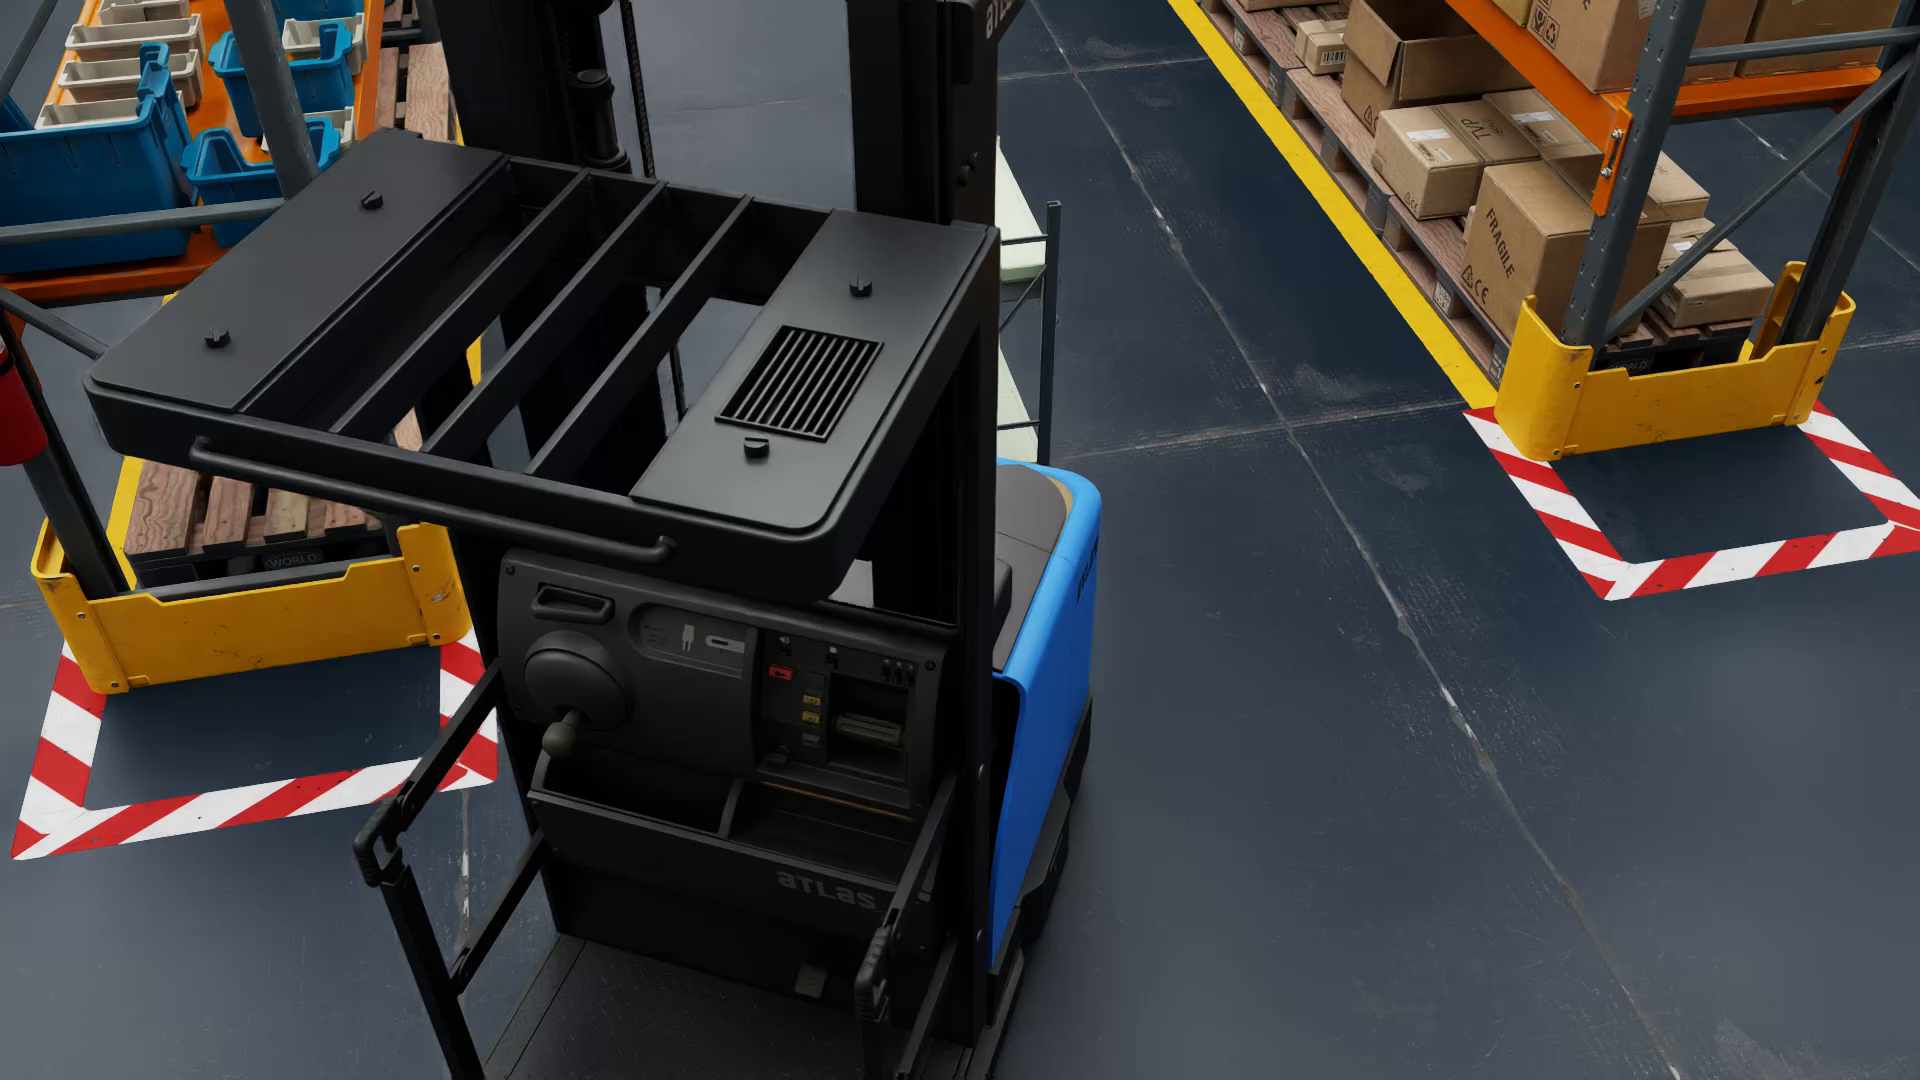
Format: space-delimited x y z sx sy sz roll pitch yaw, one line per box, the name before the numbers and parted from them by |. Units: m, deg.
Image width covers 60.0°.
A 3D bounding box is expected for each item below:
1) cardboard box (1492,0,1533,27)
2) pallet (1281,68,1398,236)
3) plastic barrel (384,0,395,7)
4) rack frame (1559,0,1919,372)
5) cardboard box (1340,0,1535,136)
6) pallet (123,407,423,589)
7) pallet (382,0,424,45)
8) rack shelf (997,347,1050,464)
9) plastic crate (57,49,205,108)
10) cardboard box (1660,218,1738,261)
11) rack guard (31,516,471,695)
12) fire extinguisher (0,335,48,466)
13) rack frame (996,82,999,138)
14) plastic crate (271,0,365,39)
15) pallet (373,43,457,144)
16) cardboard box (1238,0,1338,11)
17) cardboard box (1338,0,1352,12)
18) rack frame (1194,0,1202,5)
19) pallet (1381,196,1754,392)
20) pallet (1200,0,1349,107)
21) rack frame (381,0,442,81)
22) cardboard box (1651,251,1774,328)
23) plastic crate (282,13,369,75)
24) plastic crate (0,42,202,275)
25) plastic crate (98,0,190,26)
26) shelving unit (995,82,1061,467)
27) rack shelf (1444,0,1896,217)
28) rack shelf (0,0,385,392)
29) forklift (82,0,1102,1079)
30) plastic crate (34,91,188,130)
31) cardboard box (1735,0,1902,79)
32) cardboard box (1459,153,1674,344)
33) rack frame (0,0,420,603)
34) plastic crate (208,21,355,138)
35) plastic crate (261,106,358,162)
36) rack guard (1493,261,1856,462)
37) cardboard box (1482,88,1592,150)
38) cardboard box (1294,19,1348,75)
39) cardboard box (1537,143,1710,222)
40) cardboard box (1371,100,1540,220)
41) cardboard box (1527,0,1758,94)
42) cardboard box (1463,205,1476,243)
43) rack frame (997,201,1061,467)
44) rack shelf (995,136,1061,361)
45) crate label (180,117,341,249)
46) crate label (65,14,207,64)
cardboard box | 2.147 -2.169 5.859 0.500 0.500 0.500 -8 42 -9
pallet | 2.175 -1.857 7.683 1.003 0.211 1.213 -8 42 -9
plastic barrel | -3.177 -3.157 8.312 0.600 0.901 0.708 -8 42 -9
rack frame | 2.625 -1.545 5.231 1.000 3.000 0.127 -8 42 -9
cardboard box | 2.172 -2.151 7.463 0.797 0.503 0.637 -8 42 -9
pallet | -2.353 -0.335 5.968 1.003 0.211 1.213 -8 42 -9
pallet | -3.202 -2.893 8.850 1.003 0.211 1.213 -8 42 -9
rack shelf | -0.001 -0.321 5.473 0.431 0.370 0.720 -8 42 -9
plastic crate | -2.614 -1.454 5.282 0.396 0.136 0.243 -8 42 -9
cardboard box | 2.816 -1.132 6.569 0.380 0.166 0.250 -8 42 -9
rack guard | -2.195 0.111 5.248 1.175 0.500 0.348 -8 42 -9
fire extinguisher | -2.624 -0.506 4.400 0.296 0.674 0.183 -8 42 -9
rack frame | -0.080 -0.802 5.524 0.400 1.500 0.023 -8 42 -9
plastic crate | -2.229 -1.858 5.664 0.416 0.233 0.300 -8 42 -9
pallet | -2.880 -1.916 7.750 1.003 0.211 1.213 -8 42 -9
cardboard box | 1.641 -2.993 8.557 0.500 0.311 0.500 -8 42 -9
cardboard box | 2.161 -3.038 8.465 0.500 0.500 0.500 -8 42 -9
rack frame | 1.761 -4.137 8.151 1.000 3.000 0.127 -8 42 -9
pallet | 2.435 -1.068 6.794 1.003 0.211 1.213 -8 42 -9
pallet | 1.909 -2.649 8.576 1.003 0.211 1.213 -8 42 -9
rack frame | -3.076 -3.430 7.355 1.000 3.000 0.127 -8 42 -9
cardboard box | 2.870 -0.964 6.392 0.380 0.149 0.250 -8 42 -9
plastic crate | -2.079 -1.628 5.478 0.250 0.136 0.298 -8 42 -9
plastic crate | -2.467 -1.063 4.616 0.616 0.435 0.499 -8 42 -9
plastic crate | -2.780 -1.820 5.694 0.298 0.136 0.250 -8 42 -9
shelving unit | -0.001 -0.565 5.257 0.431 1.500 0.755 -8 42 -9
rack shelf | 2.193 -2.572 6.930 1.077 0.370 4.000 -8 42 -9
rack shelf | -2.645 -1.865 6.133 1.077 0.370 4.000 -8 42 -9
forklift | -0.545 0.376 3.118 1.130 2.935 3.031 12 43 13
plastic crate | -2.566 -1.264 5.068 0.396 0.136 0.243 -8 42 -9
cardboard box | 2.786 -1.907 5.564 0.500 0.500 0.500 -8 42 -8
cardboard box | 2.267 -1.091 6.272 0.500 0.500 0.500 -8 42 -9
rack frame | -2.213 -0.837 4.434 1.000 3.000 0.127 -8 42 -9
plastic crate | -2.087 -1.431 5.183 0.416 0.233 0.300 -8 42 -9
plastic crate | -1.933 -1.188 4.982 0.250 0.136 0.298 -8 42 -9
rack guard | 2.608 -0.659 6.116 1.175 0.500 0.348 -8 42 -9
cardboard box | 2.568 -1.722 7.170 0.500 0.250 0.500 -8 42 -9
cardboard box | 1.837 -2.380 7.974 0.380 0.166 0.250 -8 42 -9
cardboard box | 2.676 -1.398 6.805 0.500 0.250 0.500 -8 42 -9
cardboard box | 2.091 -1.618 7.053 0.500 0.250 0.500 -8 42 -9
cardboard box | 2.262 -1.833 5.480 0.500 0.500 0.500 -7 42 -8
cardboard box | 2.267 -1.242 6.693 0.380 0.166 0.250 -8 42 -9
rack frame | 0.078 -0.328 4.990 0.400 1.500 0.023 -8 42 -9
rack shelf | -0.001 -0.857 4.998 0.431 0.370 0.720 -8 42 -9
crate label | -1.945 -1.004 4.703 0.416 0.233 0.303 -8 42 -9
crate label | -2.698 -1.631 5.481 0.396 0.136 0.243 -8 42 -9
